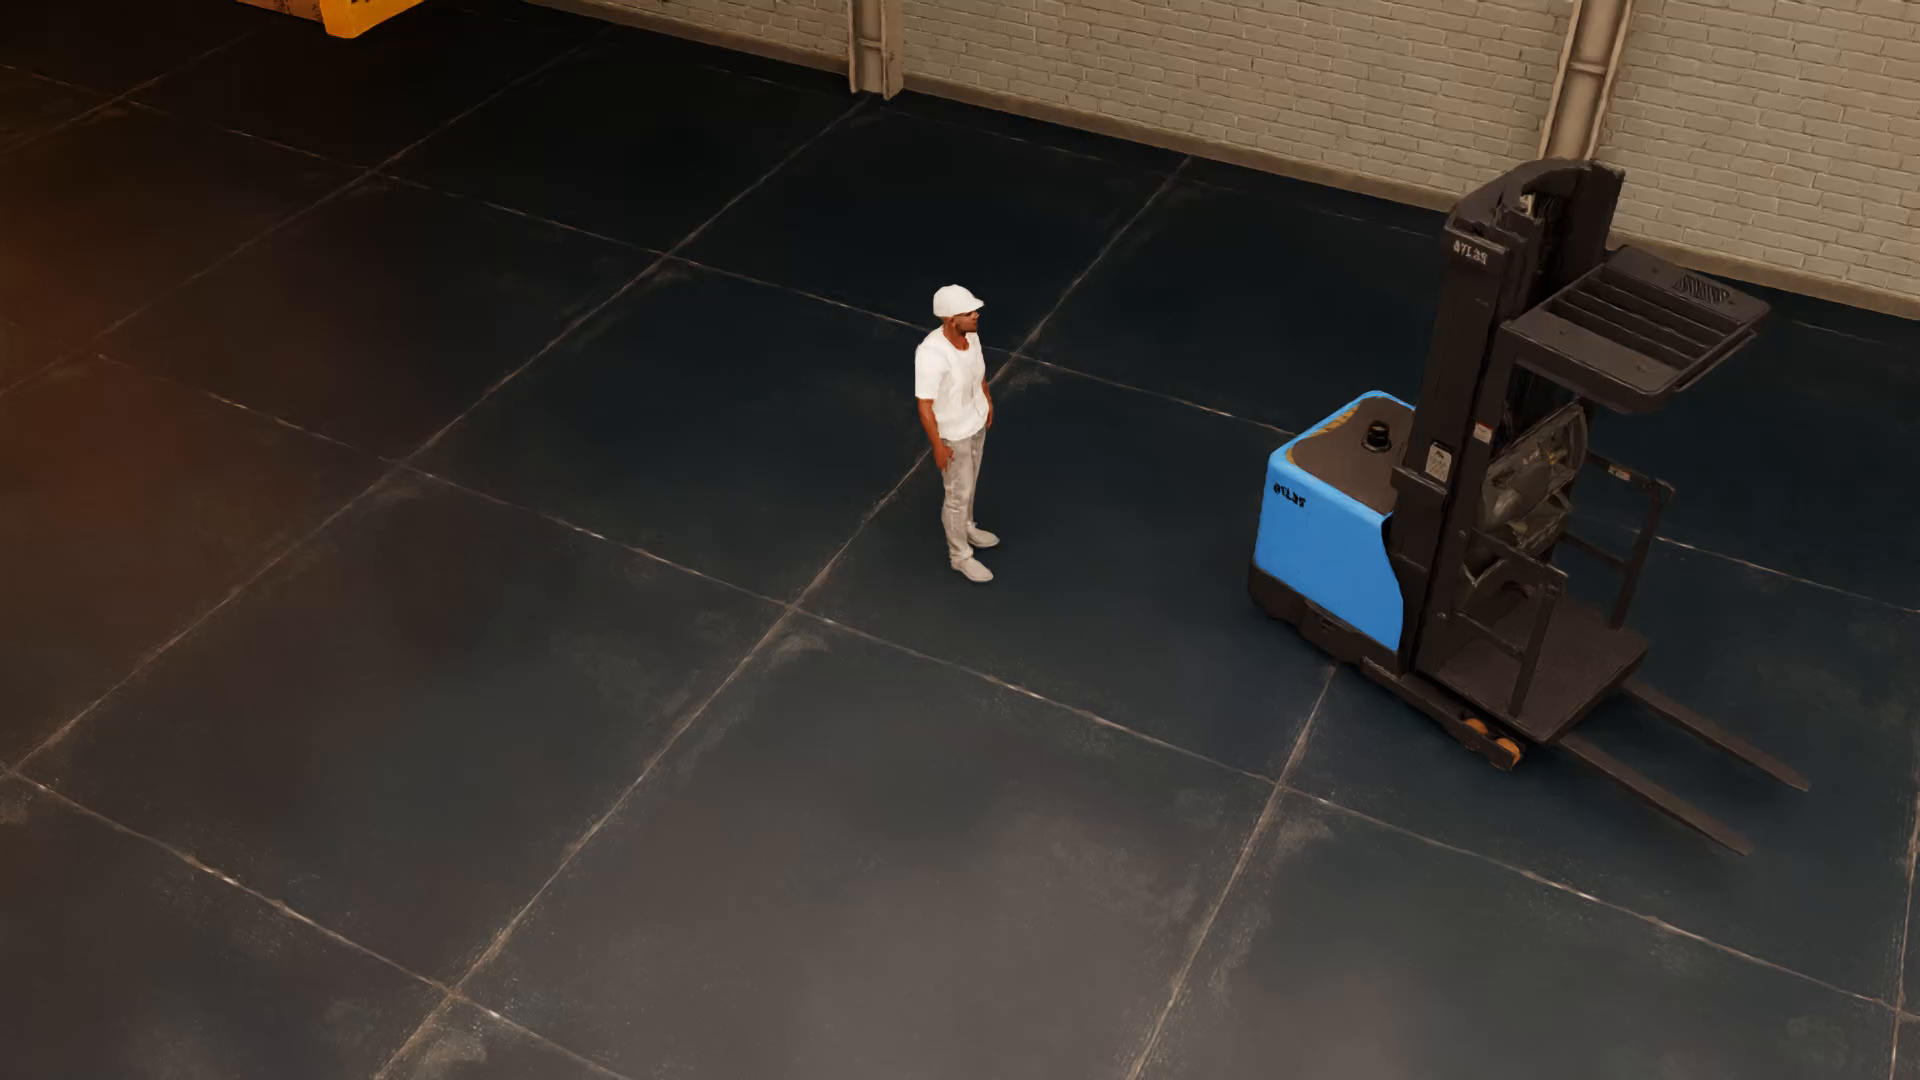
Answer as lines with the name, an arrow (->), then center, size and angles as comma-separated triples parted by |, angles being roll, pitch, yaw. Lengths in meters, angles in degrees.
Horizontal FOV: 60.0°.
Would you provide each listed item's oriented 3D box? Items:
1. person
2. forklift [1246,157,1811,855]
person -> -0.010, -0.703, 9.669 | 0.419, 1.707, 0.665 | 18, 43, 21
forklift -> 3.055, -0.282, 8.321 | 1.130, 2.935, 3.031 | -31, 49, -31
